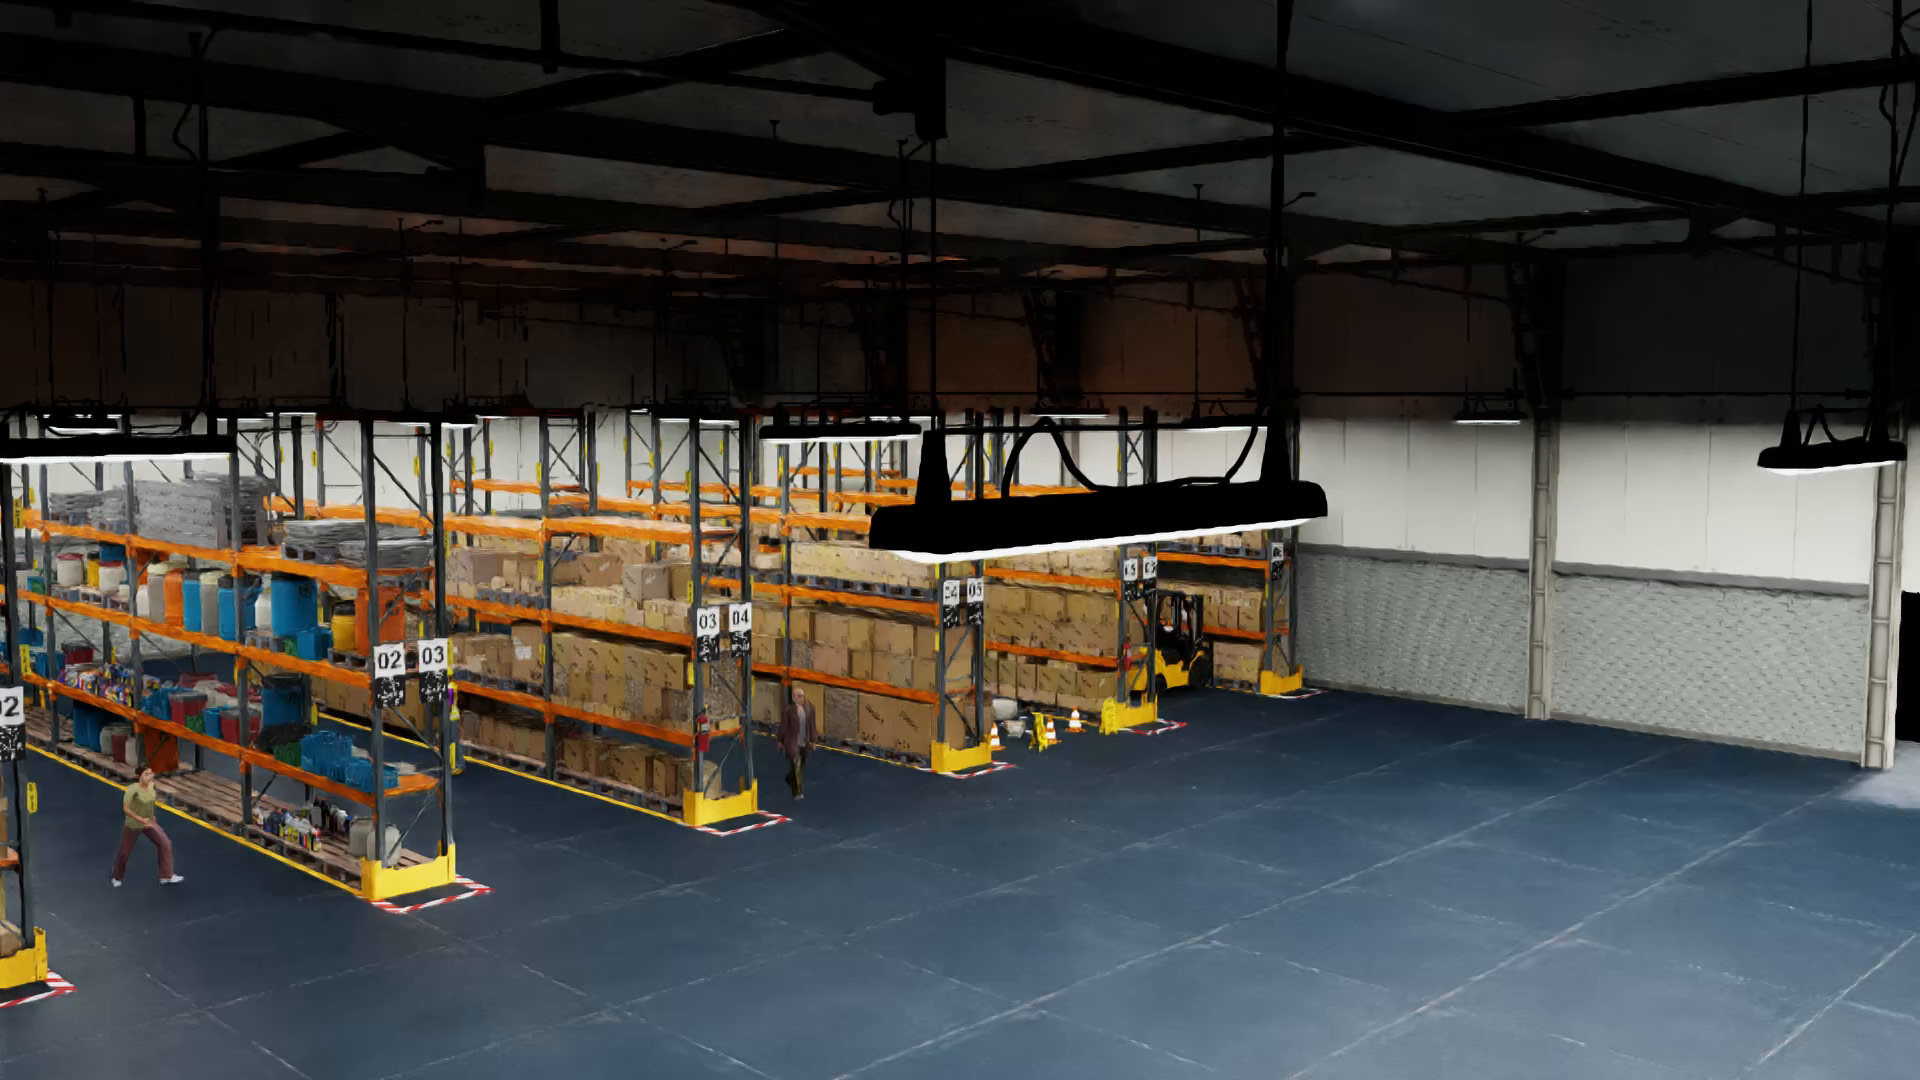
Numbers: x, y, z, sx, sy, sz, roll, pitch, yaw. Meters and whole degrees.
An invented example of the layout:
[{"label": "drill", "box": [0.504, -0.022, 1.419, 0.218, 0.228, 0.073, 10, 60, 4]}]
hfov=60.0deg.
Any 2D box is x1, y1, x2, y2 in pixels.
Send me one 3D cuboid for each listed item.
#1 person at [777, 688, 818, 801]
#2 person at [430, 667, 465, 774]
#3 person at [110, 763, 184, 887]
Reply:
[{"label": "person", "box": [-2.538, 3.160, 26.023, 0.611, 1.735, 1.019, -3, 6, -31]}, {"label": "person", "box": [-8.558, 2.986, 27.686, 0.574, 1.764, 0.667, -2, 5, -18]}, {"label": "person", "box": [-10.506, 3.631, 21.320, 0.817, 1.601, 0.621, 3, 6, 27]}]
